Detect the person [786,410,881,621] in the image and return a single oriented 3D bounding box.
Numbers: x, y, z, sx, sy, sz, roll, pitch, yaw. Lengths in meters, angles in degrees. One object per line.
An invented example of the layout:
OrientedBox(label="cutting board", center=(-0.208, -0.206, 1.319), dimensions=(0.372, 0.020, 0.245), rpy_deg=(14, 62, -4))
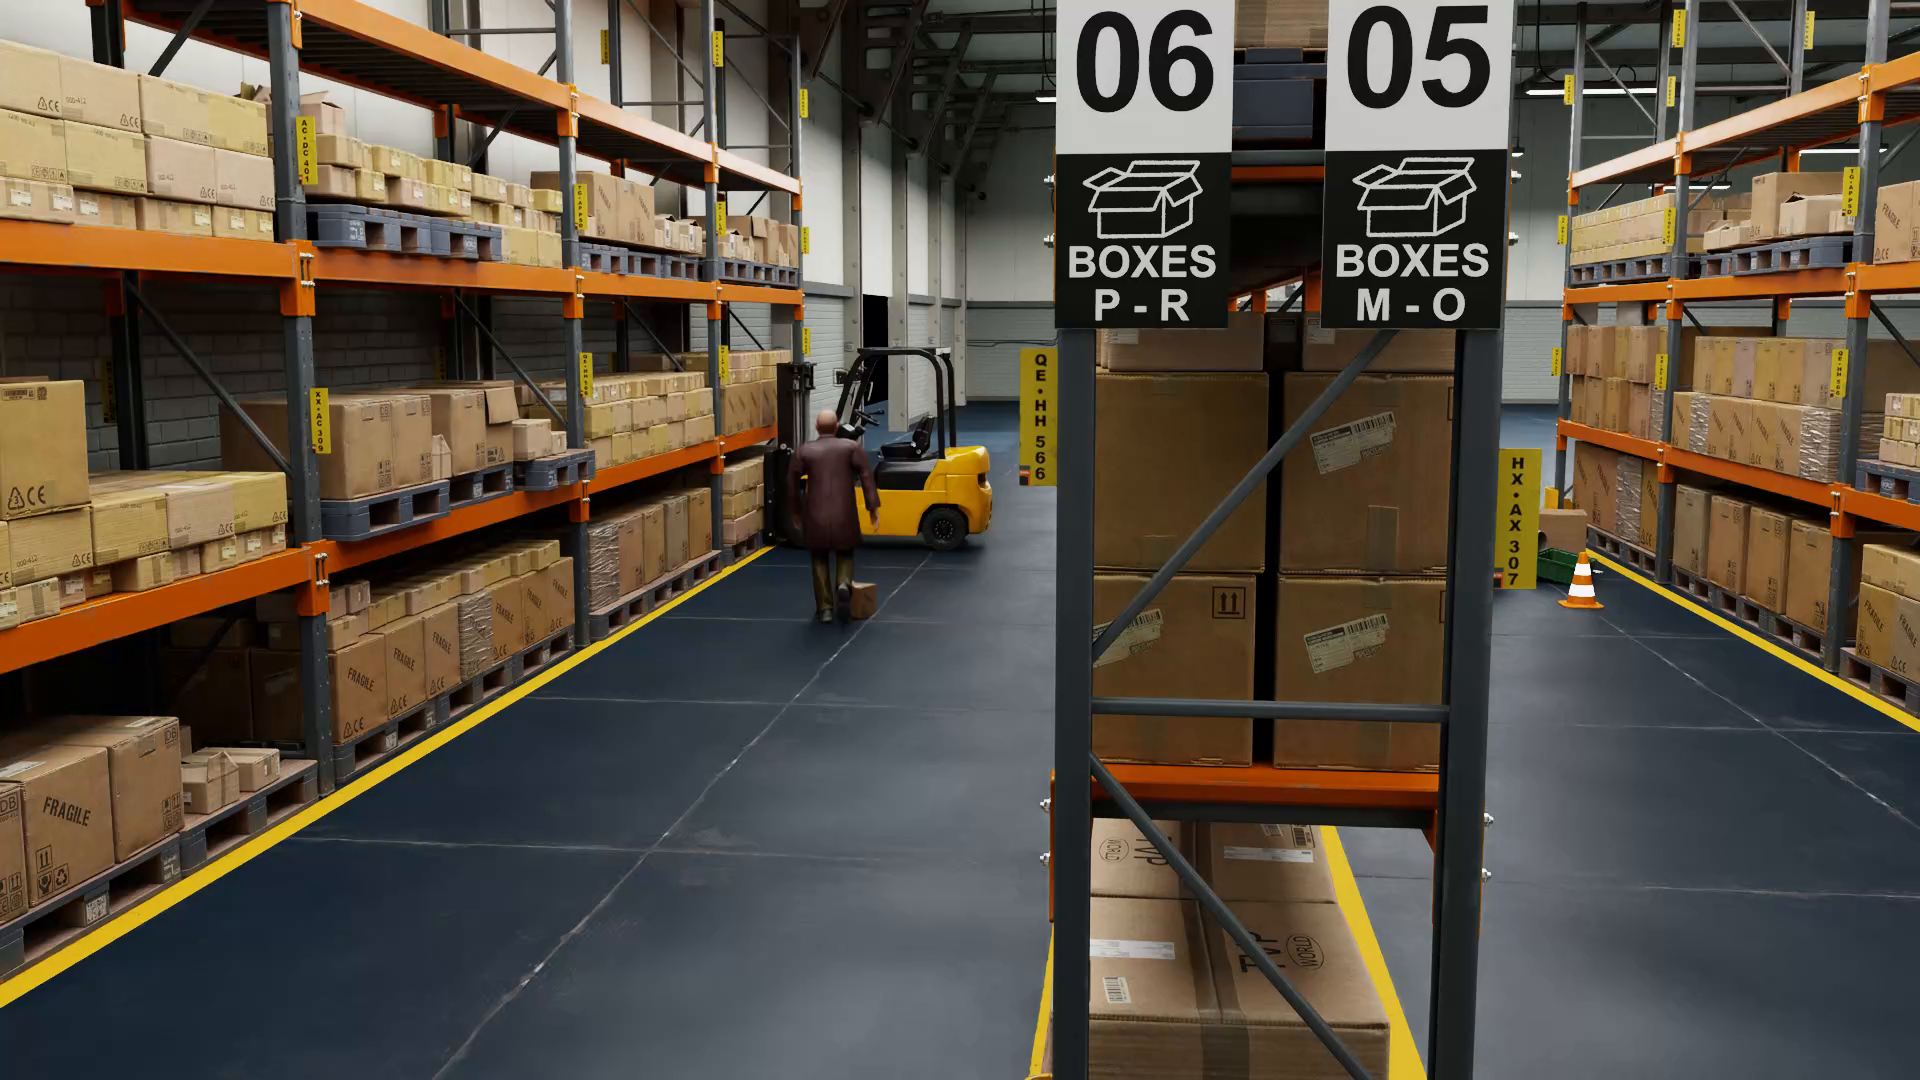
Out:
OrientedBox(label="person", center=(-1.031, -0.198, 13.557), dimensions=(0.776, 1.715, 0.615), rpy_deg=(-1, 7, -4))
